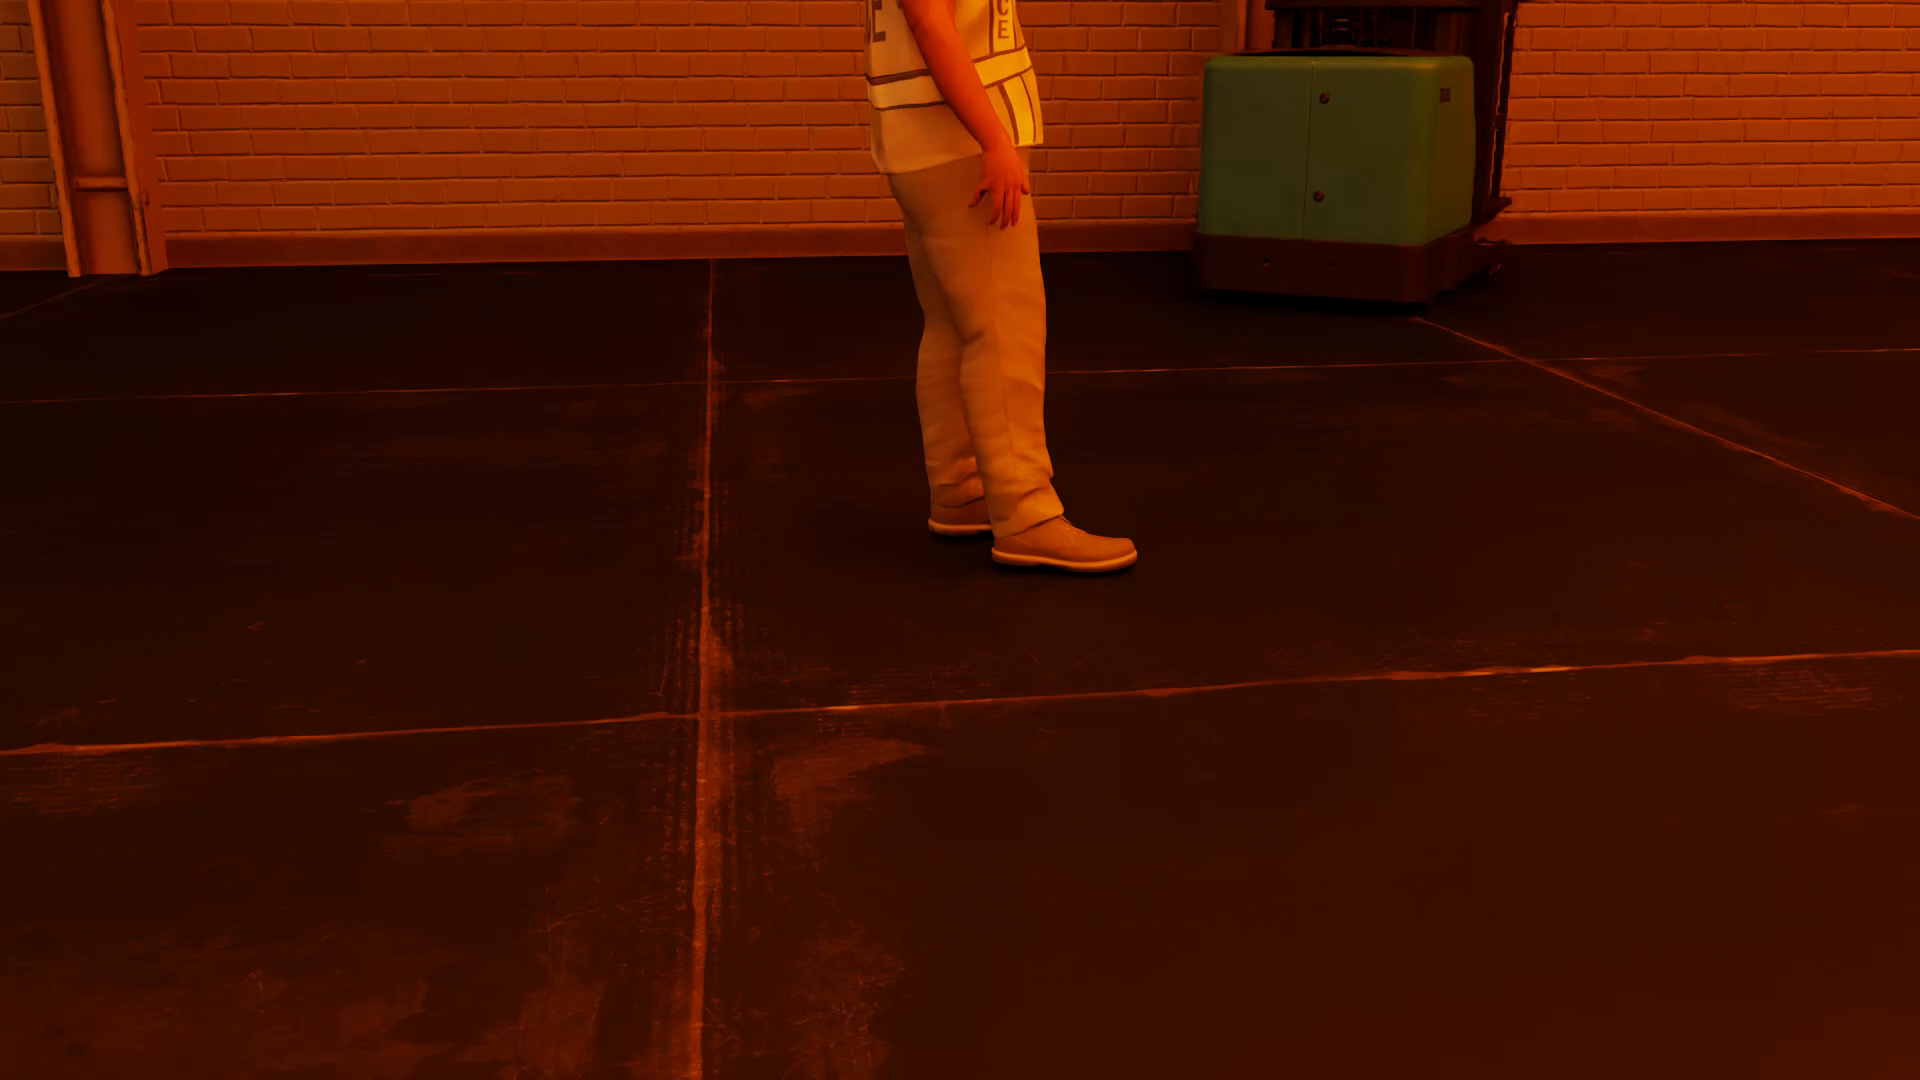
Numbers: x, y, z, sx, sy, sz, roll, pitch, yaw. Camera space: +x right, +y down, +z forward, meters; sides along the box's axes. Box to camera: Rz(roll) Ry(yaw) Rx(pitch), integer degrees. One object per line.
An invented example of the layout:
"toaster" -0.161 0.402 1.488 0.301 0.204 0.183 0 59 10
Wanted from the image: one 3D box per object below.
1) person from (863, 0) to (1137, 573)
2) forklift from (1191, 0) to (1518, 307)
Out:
"person" 0.078 -0.859 3.706 0.575 1.781 0.640 -2 17 -8
"forklift" 2.165 -2.790 8.144 1.130 2.935 3.031 8 19 26
